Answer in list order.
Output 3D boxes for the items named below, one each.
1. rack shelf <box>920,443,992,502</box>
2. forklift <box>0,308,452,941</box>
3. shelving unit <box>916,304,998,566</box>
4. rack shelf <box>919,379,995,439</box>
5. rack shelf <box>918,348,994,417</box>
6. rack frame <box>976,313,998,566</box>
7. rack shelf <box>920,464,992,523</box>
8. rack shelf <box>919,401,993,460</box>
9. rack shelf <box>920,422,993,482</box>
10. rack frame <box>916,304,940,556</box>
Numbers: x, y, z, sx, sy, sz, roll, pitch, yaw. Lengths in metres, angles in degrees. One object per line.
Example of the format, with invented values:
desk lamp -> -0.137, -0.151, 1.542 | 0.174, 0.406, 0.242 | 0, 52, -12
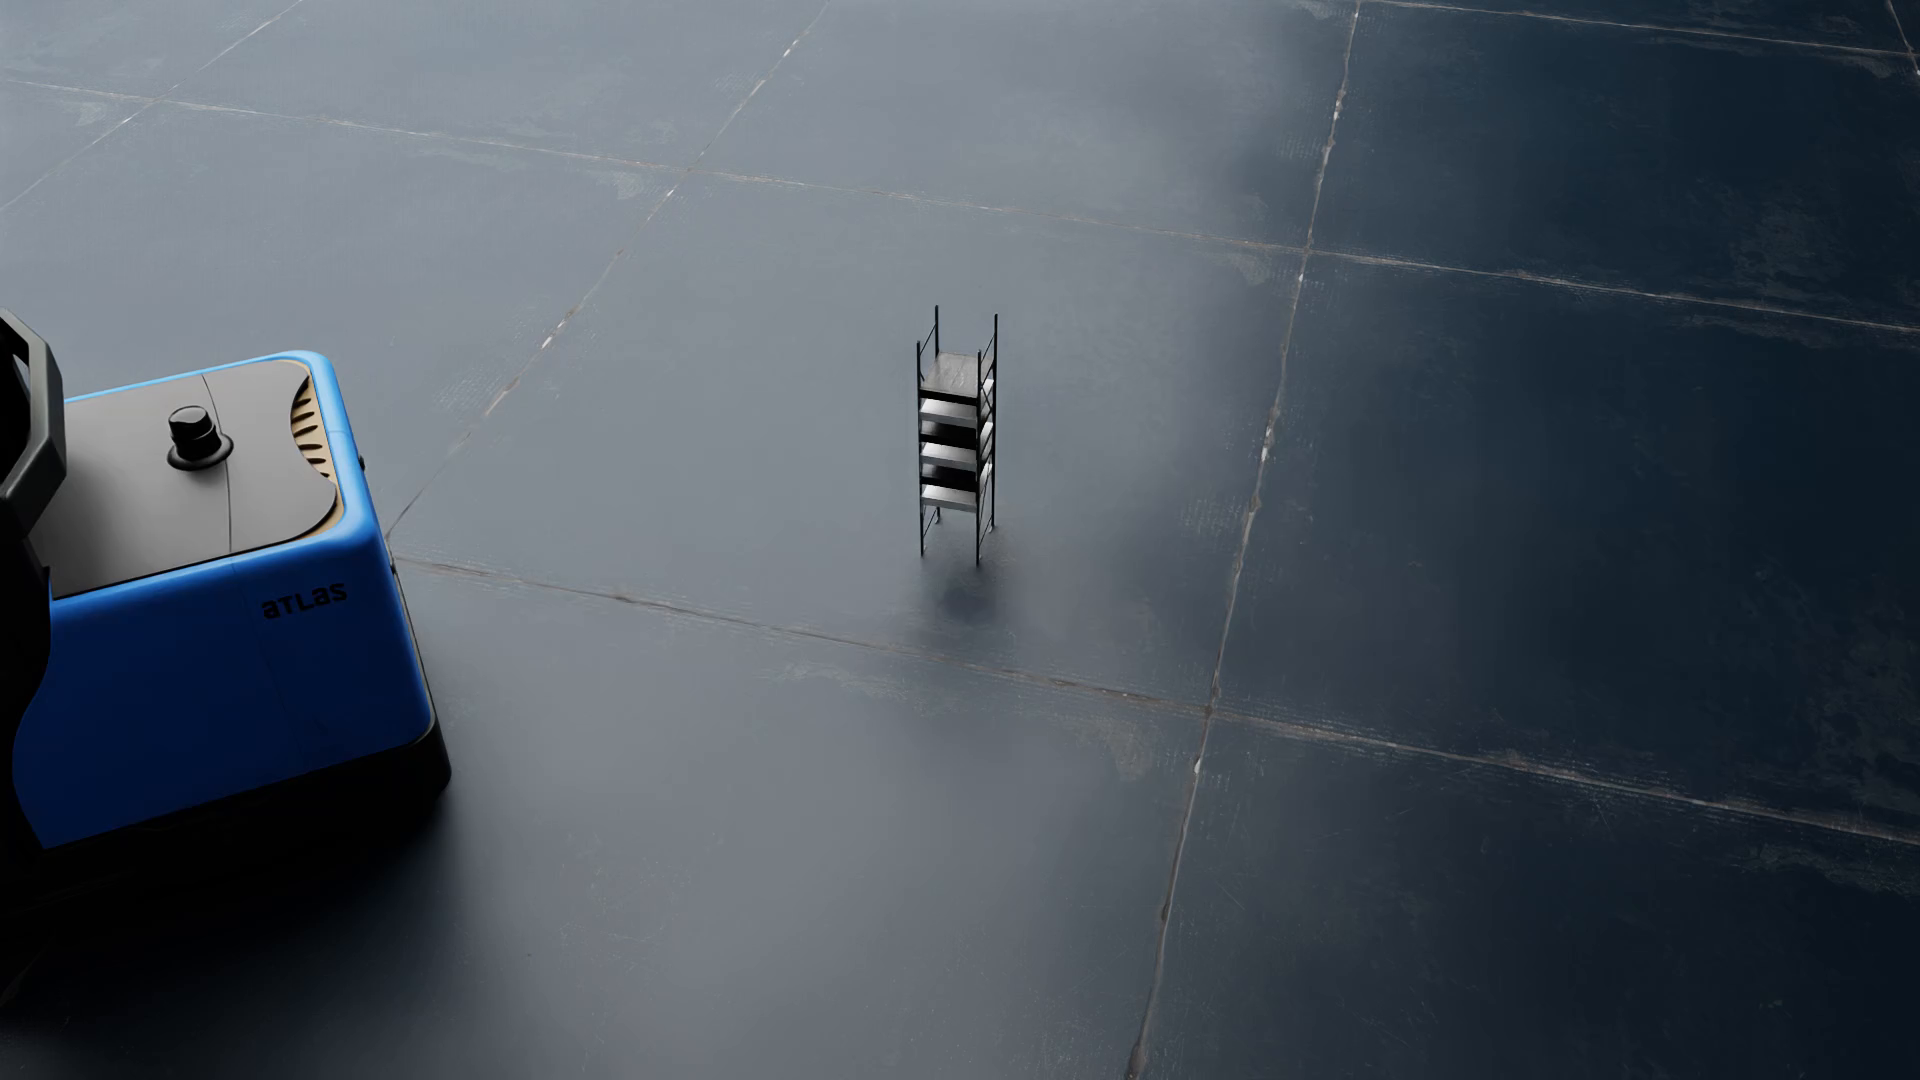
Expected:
rack shelf -> -0.008, -0.252, 5.774 | 0.200, 0.077, 0.258 | 10, 41, 11
forklift -> -3.099, -0.228, 3.975 | 3.031, 2.935, 1.130 | -16, 43, -18
shelving unit -> -0.008, -0.346, 5.695 | 0.210, 0.900, 0.258 | 10, 41, 11
rack shelf -> -0.008, -0.458, 5.600 | 0.200, 0.077, 0.258 | 10, 41, 11
rack shelf -> -0.008, -0.527, 5.543 | 0.200, 0.077, 0.258 | 10, 41, 11
rack frame -> 0.090, -0.329, 5.675 | 0.006, 0.900, 0.240 | 10, 41, 11
rack shelf -> -0.008, -0.183, 5.832 | 0.200, 0.077, 0.258 | 10, 41, 11
rack shelf -> -0.008, -0.389, 5.658 | 0.200, 0.077, 0.258 | 10, 41, 11
rack shelf -> -0.008, -0.320, 5.716 | 0.200, 0.077, 0.258 | 10, 41, 11
rack frame -> -0.106, -0.363, 5.715 | 0.006, 0.900, 0.240 | 10, 41, 11
